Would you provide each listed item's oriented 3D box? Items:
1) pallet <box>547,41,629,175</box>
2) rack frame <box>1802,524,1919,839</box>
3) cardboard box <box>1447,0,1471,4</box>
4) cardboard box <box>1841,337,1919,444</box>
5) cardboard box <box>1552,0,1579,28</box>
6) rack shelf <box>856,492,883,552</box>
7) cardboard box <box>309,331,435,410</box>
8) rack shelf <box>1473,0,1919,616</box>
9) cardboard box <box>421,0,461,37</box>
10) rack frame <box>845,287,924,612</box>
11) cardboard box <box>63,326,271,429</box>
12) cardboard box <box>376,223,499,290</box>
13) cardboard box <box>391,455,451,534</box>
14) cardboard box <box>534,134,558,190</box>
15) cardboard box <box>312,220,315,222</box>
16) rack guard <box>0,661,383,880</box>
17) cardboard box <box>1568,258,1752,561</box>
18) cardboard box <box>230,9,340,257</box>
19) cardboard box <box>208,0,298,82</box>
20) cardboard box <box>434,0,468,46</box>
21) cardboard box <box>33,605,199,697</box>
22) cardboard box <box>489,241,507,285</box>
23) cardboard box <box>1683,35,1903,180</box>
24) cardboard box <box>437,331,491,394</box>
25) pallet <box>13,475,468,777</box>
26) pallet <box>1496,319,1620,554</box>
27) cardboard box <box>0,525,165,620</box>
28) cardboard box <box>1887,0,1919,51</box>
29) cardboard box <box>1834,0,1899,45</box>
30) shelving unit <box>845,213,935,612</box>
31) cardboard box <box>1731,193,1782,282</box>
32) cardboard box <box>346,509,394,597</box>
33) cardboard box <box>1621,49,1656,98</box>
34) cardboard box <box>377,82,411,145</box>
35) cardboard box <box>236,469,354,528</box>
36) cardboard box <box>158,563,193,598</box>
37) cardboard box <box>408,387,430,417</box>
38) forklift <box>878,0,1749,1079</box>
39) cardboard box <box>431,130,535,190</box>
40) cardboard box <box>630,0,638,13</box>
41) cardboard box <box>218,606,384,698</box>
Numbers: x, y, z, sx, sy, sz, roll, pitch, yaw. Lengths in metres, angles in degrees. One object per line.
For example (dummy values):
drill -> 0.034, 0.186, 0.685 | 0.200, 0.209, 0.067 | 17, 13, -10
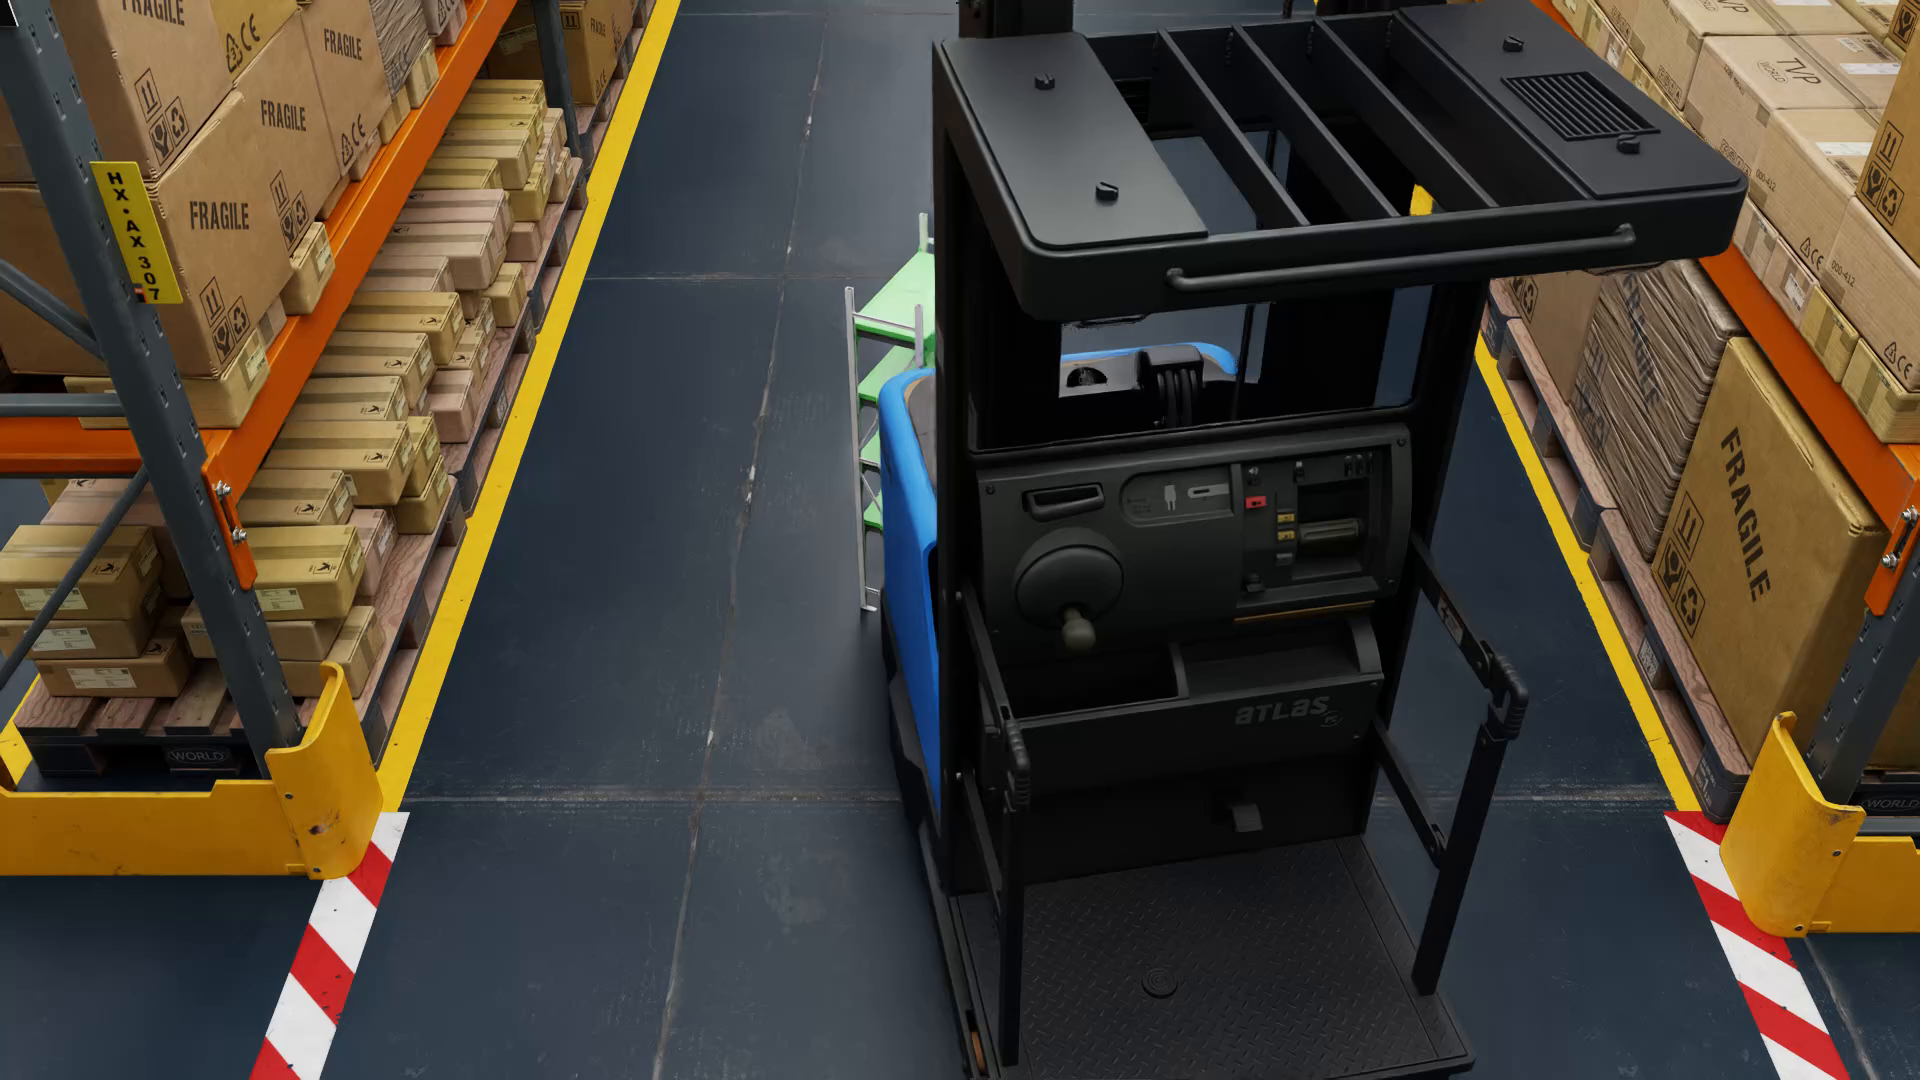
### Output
pallet -> -2.258, -2.195, 8.320 | 1.003, 0.211, 1.213 | 0, 39, 0
rack frame -> 2.709, -0.235, 3.645 | 1.000, 3.000, 0.127 | 0, 39, 0
cardboard box -> 2.684, -2.472, 7.799 | 1.225, 0.875, 0.875 | 0, 39, 0
cardboard box -> 2.379, -0.360, 4.001 | 0.380, 0.149, 0.250 | 1, 39, 1
cardboard box -> 2.375, -1.960, 5.998 | 0.380, 0.149, 0.250 | -1, 39, -1
rack shelf -> -0.114, -0.120, 5.426 | 0.258, 0.148, 0.480 | 16, 41, 19
cardboard box -> -1.979, -0.565, 5.524 | 0.380, 0.149, 0.250 | 1, 39, 2
rack shelf -> 2.707, -1.205, 5.431 | 1.077, 0.370, 4.000 | 0, 39, 0
cardboard box -> -1.974, -2.013, 5.546 | 0.500, 0.500, 0.500 | 0, 39, 0
rack frame -> -0.215, -0.218, 5.062 | 0.240, 1.200, 0.015 | 16, 41, 19
cardboard box -> -1.924, -0.400, 4.051 | 0.380, 0.149, 0.250 | 0, 39, 0
cardboard box -> -1.920, -1.042, 6.120 | 0.380, 0.149, 0.250 | -1, 39, -2
cardboard box -> -1.912, -0.153, 5.486 | 0.380, 0.149, 0.250 | 0, 39, 1
cardboard box -> -1.925, -1.598, 7.051 | 0.380, 0.149, 0.250 | -2, 39, -2
cardboard box -> -2.050, -0.889, 4.662 | 0.380, 0.149, 0.250 | 2, 39, 2
rack guard -> -2.251, 0.633, 4.560 | 1.175, 0.500, 0.348 | 0, 39, 0
cardboard box -> 2.627, -0.539, 5.388 | 0.875, 0.875, 0.875 | 0, 39, 0
cardboard box -> -2.001, -1.066, 4.363 | 0.500, 0.500, 0.500 | 0, 39, 0
cardboard box -> -1.993, -1.437, 4.027 | 0.500, 0.500, 0.500 | 1, 39, 1
cardboard box -> -1.966, -1.861, 5.874 | 0.380, 0.149, 0.250 | -2, 39, -2
cardboard box -> -2.460, 0.325, 4.890 | 0.380, 0.149, 0.250 | 1, 39, 1
cardboard box -> -1.985, -1.114, 6.448 | 0.380, 0.149, 0.250 | 1, 39, 1
cardboard box -> 2.442, -1.231, 4.770 | 0.500, 0.250, 0.500 | -1, 39, -2
cardboard box -> -1.947, -0.642, 6.096 | 0.380, 0.149, 0.250 | 0, 39, 0
pallet -> -2.217, 0.238, 5.285 | 1.003, 0.211, 1.213 | 0, 39, 0
pallet -> 2.631, -0.408, 6.090 | 1.003, 0.211, 1.213 | 0, 39, 0
cardboard box -> -2.505, 0.091, 4.706 | 0.380, 0.149, 0.250 | 0, 39, 0
cardboard box -> 2.971, -1.522, 4.534 | 0.500, 0.500, 0.500 | -1, 39, -1
cardboard box -> 2.968, -1.559, 5.179 | 0.500, 0.250, 0.500 | -1, 39, -1
shelving unit -> -0.114, -0.357, 5.236 | 0.258, 1.200, 0.503 | 16, 41, 19
cardboard box -> 2.379, -0.836, 4.596 | 0.380, 0.149, 0.250 | 1, 39, 1
cardboard box -> -1.939, 0.039, 5.009 | 0.380, 0.149, 0.250 | 0, 39, 0
cardboard box -> 2.375, -1.479, 5.397 | 0.380, 0.149, 0.250 | -1, 39, -1
cardboard box -> -1.976, -1.375, 5.268 | 0.380, 0.149, 0.250 | 1, 39, 2
cardboard box -> -2.033, -0.079, 4.918 | 0.380, 0.149, 0.250 | 1, 39, 1
cardboard box -> -2.484, 0.044, 5.002 | 0.380, 0.149, 0.250 | -1, 39, -1
cardboard box -> -2.015, -0.441, 5.608 | 0.380, 0.149, 0.250 | -2, 39, -2
forklift -> 0.541, 0.073, 3.315 | 1.130, 2.935, 3.031 | -7, 39, -9
cardboard box -> -1.948, -1.542, 6.744 | 0.380, 0.149, 0.250 | 0, 39, 0
cardboard box -> -2.008, -3.105, 8.890 | 0.500, 0.500, 0.500 | 1, 39, 1
cardboard box -> -1.932, 0.326, 4.889 | 0.380, 0.149, 0.250 | 1, 39, 1
